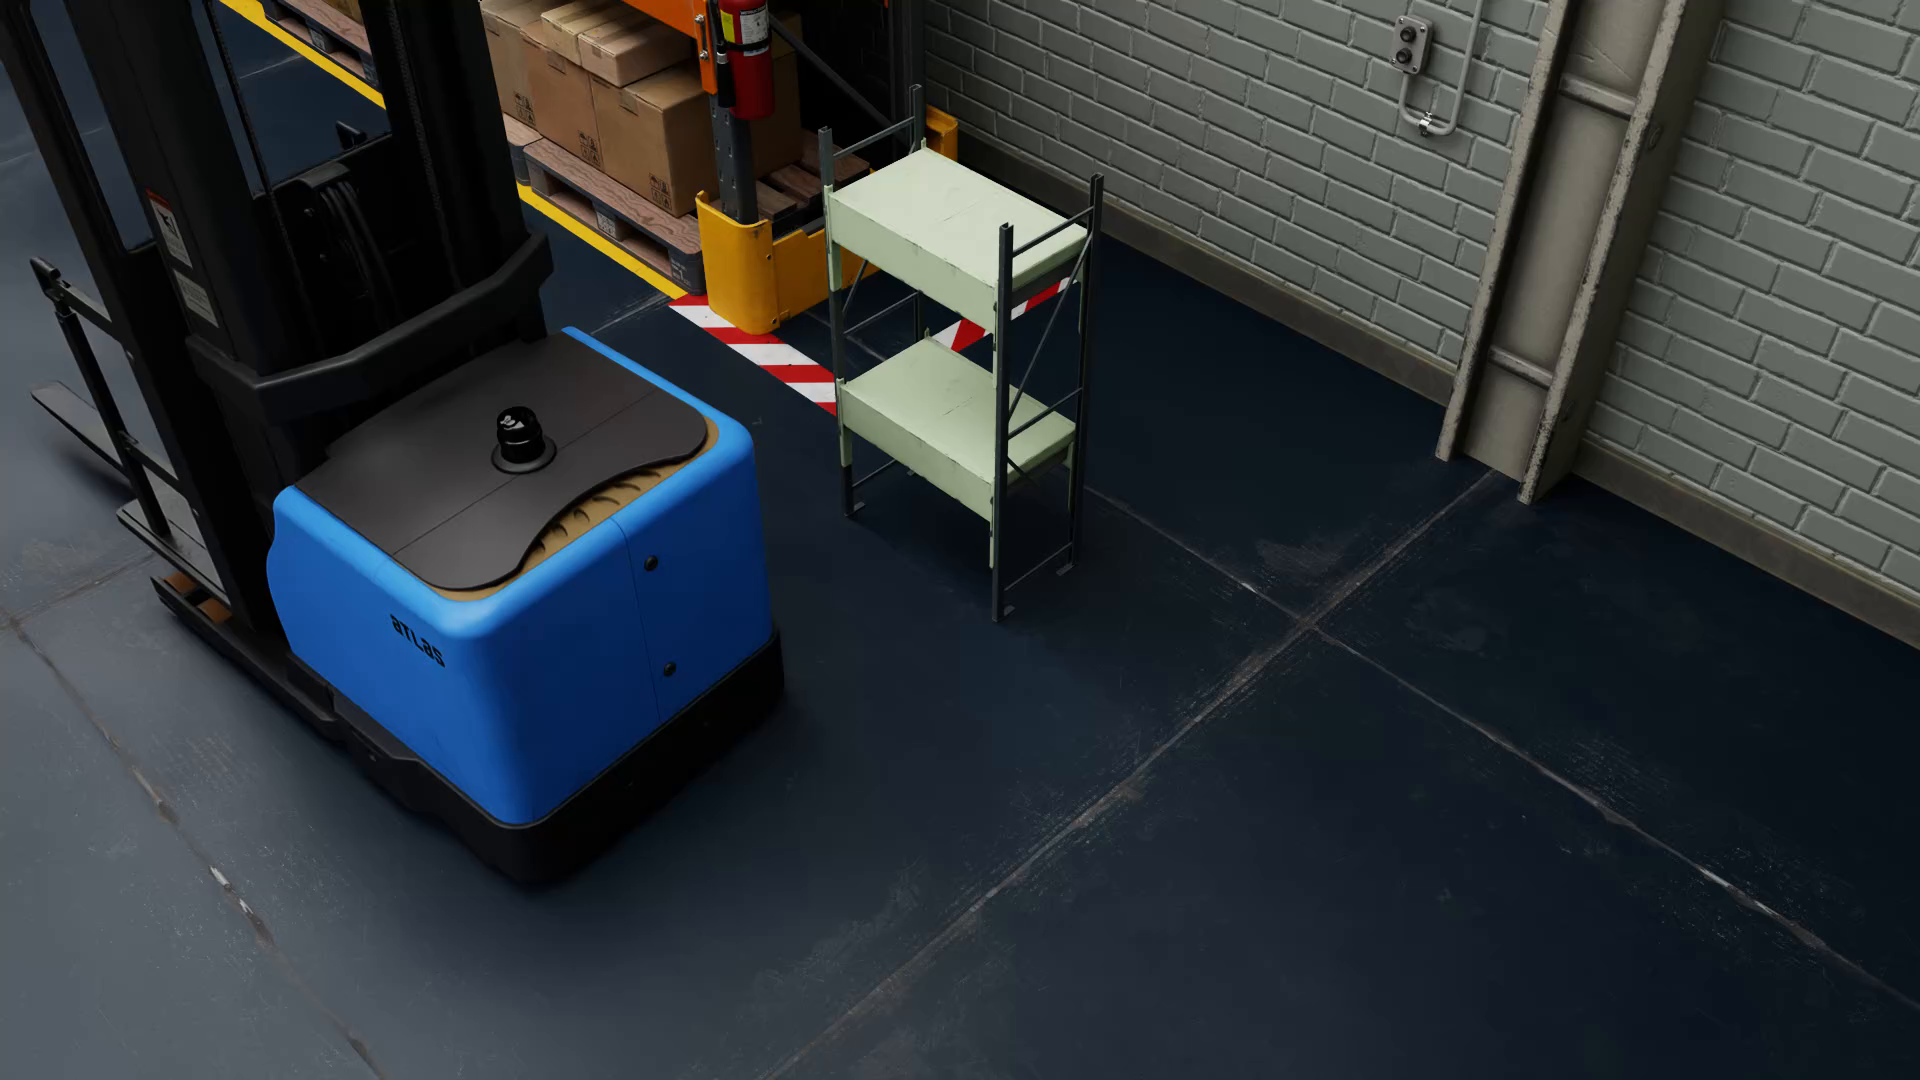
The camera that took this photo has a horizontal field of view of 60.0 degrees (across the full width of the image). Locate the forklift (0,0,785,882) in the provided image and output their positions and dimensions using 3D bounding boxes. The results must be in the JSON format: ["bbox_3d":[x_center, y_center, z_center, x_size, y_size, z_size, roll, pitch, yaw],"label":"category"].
[{"bbox_3d":[-1.997,-0.979,4.649,3.031,2.935,1.130,30,50,28],"label":"forklift"}]

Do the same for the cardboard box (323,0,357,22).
[{"bbox_3d":[-2.904,-3.024,8.344,0.700,0.500,0.500,-33,52,-31],"label":"cardboard box"}]

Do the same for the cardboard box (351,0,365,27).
[{"bbox_3d":[-2.552,-2.781,8.081,0.500,0.500,0.700,34,52,31],"label":"cardboard box"}]

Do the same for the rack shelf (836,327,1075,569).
[{"bbox_3d":[-0.005,-0.315,5.466,0.431,0.370,0.720,-34,53,-31],"label":"rack shelf"}]

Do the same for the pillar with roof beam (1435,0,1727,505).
[{"bbox_3d":[-1.064,-1.531,0.776,9.100,9.000,0.400,-34,53,-31],"label":"pillar with roof beam"}]

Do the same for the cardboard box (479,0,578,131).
[{"bbox_3d":[-1.809,-2.280,7.540,0.500,0.500,0.700,32,52,30],"label":"cardboard box"}]

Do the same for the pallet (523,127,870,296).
[{"bbox_3d":[-1.155,-1.596,7.322,1.003,0.211,1.213,-34,53,-31],"label":"pallet"}]

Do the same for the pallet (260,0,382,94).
[{"bbox_3d":[-2.878,-2.769,8.591,1.003,0.211,1.213,-34,53,-31],"label":"pallet"}]

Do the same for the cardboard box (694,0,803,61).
[{"bbox_3d":[-0.870,-2.072,6.837,0.380,0.149,0.250,-34,52,-31],"label":"cardboard box"}]

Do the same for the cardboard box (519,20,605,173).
[{"bbox_3d":[-1.453,-2.039,7.279,0.500,0.500,0.700,34,53,31],"label":"cardboard box"}]

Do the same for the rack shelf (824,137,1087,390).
[{"bbox_3d":[-0.005,-0.841,4.980,0.431,0.370,0.720,-34,53,-31],"label":"rack shelf"}]

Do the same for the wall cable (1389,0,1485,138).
[{"bbox_3d":[1.039,-2.485,5.480,0.084,1.984,1.851,-34,53,-31],"label":"wall cable"}]

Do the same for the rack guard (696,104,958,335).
[{"bbox_3d":[-0.518,-1.344,6.836,1.175,0.500,0.348,-34,53,-31],"label":"rack guard"}]

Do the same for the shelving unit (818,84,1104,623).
[{"bbox_3d":[-0.005,-0.554,5.244,0.431,1.500,0.755,-34,53,-31],"label":"shelving unit"}]

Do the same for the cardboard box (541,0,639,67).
[{"bbox_3d":[-1.501,-2.133,6.903,0.380,0.149,0.250,-33,52,-30],"label":"cardboard box"}]

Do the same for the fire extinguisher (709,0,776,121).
[{"bbox_3d":[-0.755,-1.815,5.836,0.296,0.674,0.183,-34,53,-31],"label":"fire extinguisher"}]

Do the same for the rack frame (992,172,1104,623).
[{"bbox_3d":[0.254,-0.378,5.054,0.400,1.500,0.023,-34,53,-31],"label":"rack frame"}]

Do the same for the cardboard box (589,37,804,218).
[{"bbox_3d":[-1.100,-1.798,7.018,0.700,0.500,0.500,-34,53,-31],"label":"cardboard box"}]

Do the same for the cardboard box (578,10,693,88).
[{"bbox_3d":[-1.320,-2.011,6.771,0.250,0.149,0.380,34,52,31],"label":"cardboard box"}]

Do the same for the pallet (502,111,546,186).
[{"bbox_3d":[-2.012,-2.182,7.956,1.003,0.211,1.213,-34,53,-31],"label":"pallet"}]

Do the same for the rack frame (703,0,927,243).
[{"bbox_3d":[-0.535,-2.274,6.000,1.000,3.000,0.127,-34,53,-31],"label":"rack frame"}]

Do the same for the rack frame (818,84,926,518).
[{"bbox_3d":[-0.263,-0.730,5.435,0.400,1.500,0.023,-34,53,-31],"label":"rack frame"}]

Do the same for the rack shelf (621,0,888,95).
[{"bbox_3d":[-1.947,-2.971,7.285,1.077,0.370,4.000,-34,53,-31],"label":"rack shelf"}]

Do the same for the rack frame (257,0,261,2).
[{"bbox_3d":[-3.360,-4.196,8.080,1.000,3.000,0.127,-34,53,-31],"label":"rack frame"}]
